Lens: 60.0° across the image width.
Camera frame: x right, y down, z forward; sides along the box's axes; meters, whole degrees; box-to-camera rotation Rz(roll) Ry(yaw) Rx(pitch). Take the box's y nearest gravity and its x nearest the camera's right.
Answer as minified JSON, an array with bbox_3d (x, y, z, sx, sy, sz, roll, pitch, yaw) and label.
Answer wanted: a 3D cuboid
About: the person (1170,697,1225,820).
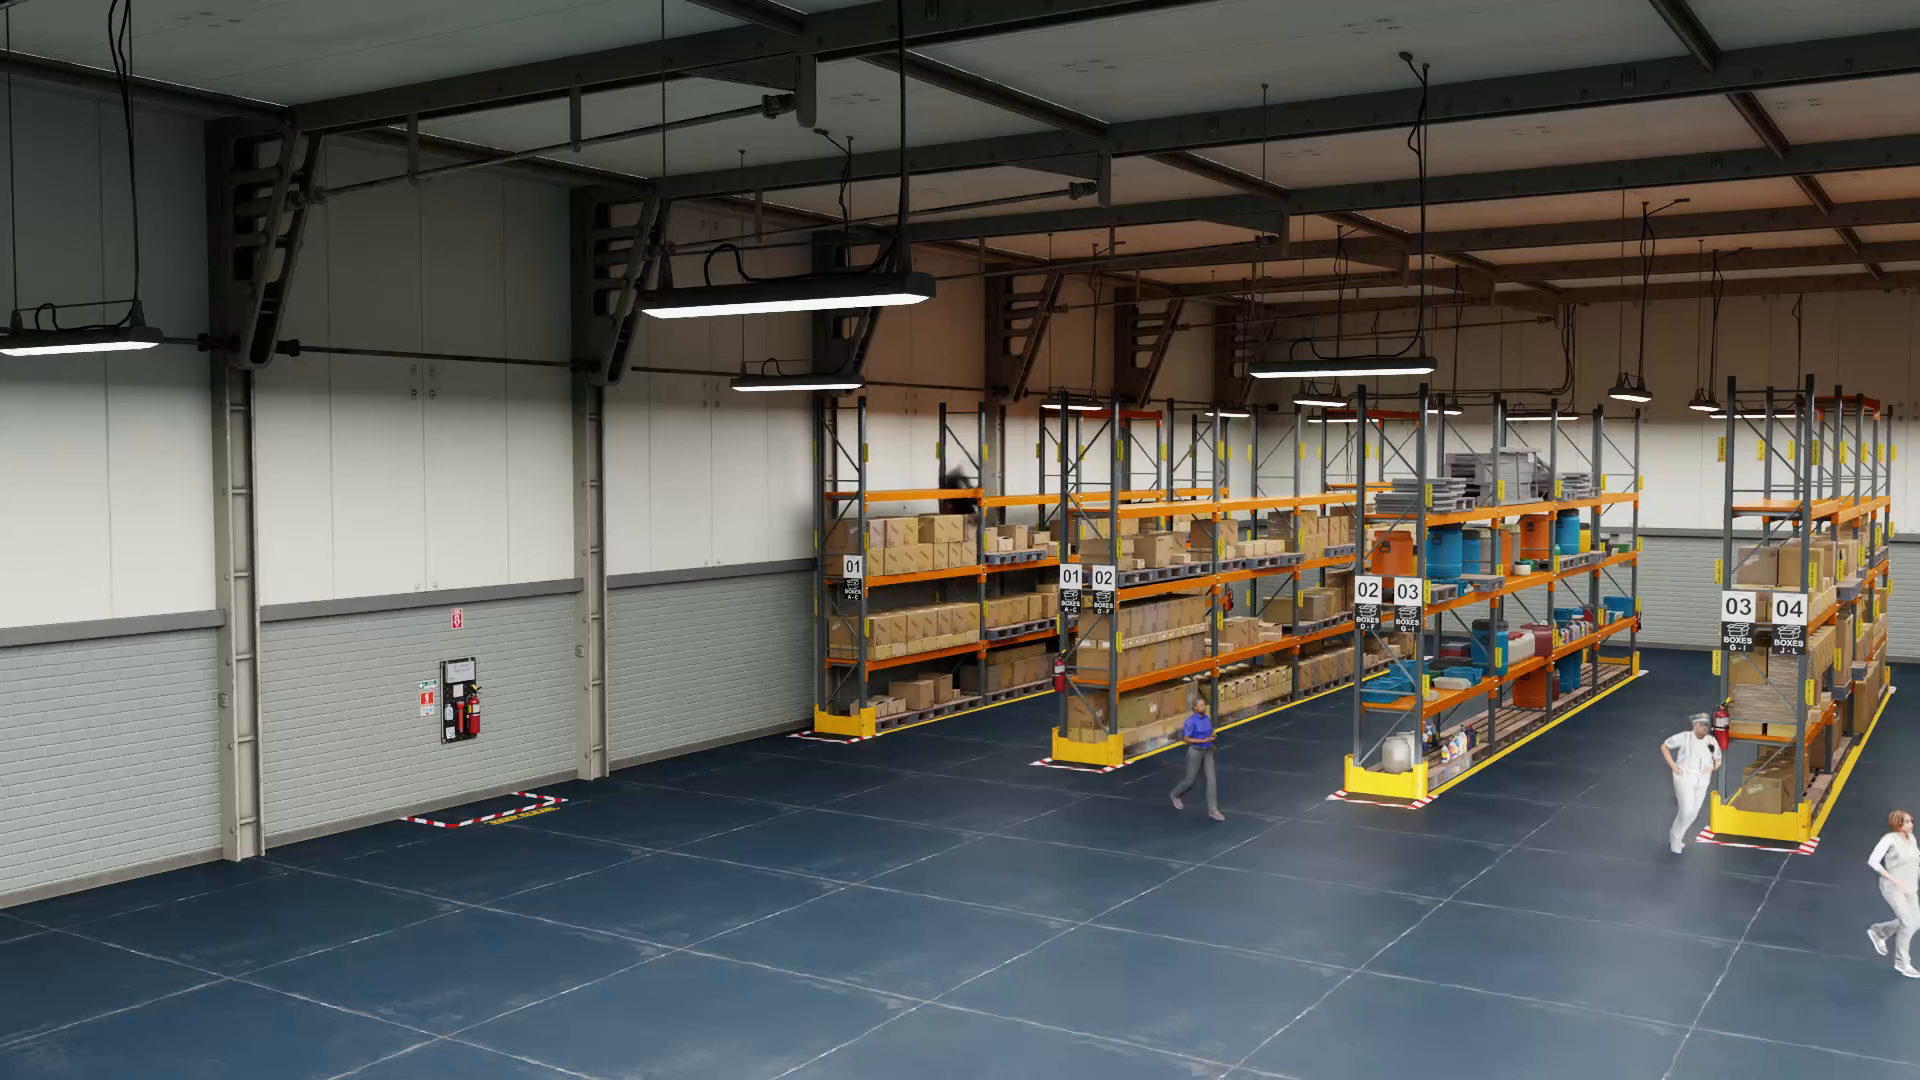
[{"bbox_3d":[3.276,2.971,22.774,0.580,1.623,0.931,-2,4,-34],"label":"person"}]

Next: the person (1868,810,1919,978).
[{"bbox_3d":[9.007,3.378,16.064,0.548,1.578,0.601,-1,3,-23],"label":"person"}]

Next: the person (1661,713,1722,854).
[{"bbox_3d":[9.197,3.048,20.863,0.661,1.798,0.633,0,3,-3],"label":"person"}]
